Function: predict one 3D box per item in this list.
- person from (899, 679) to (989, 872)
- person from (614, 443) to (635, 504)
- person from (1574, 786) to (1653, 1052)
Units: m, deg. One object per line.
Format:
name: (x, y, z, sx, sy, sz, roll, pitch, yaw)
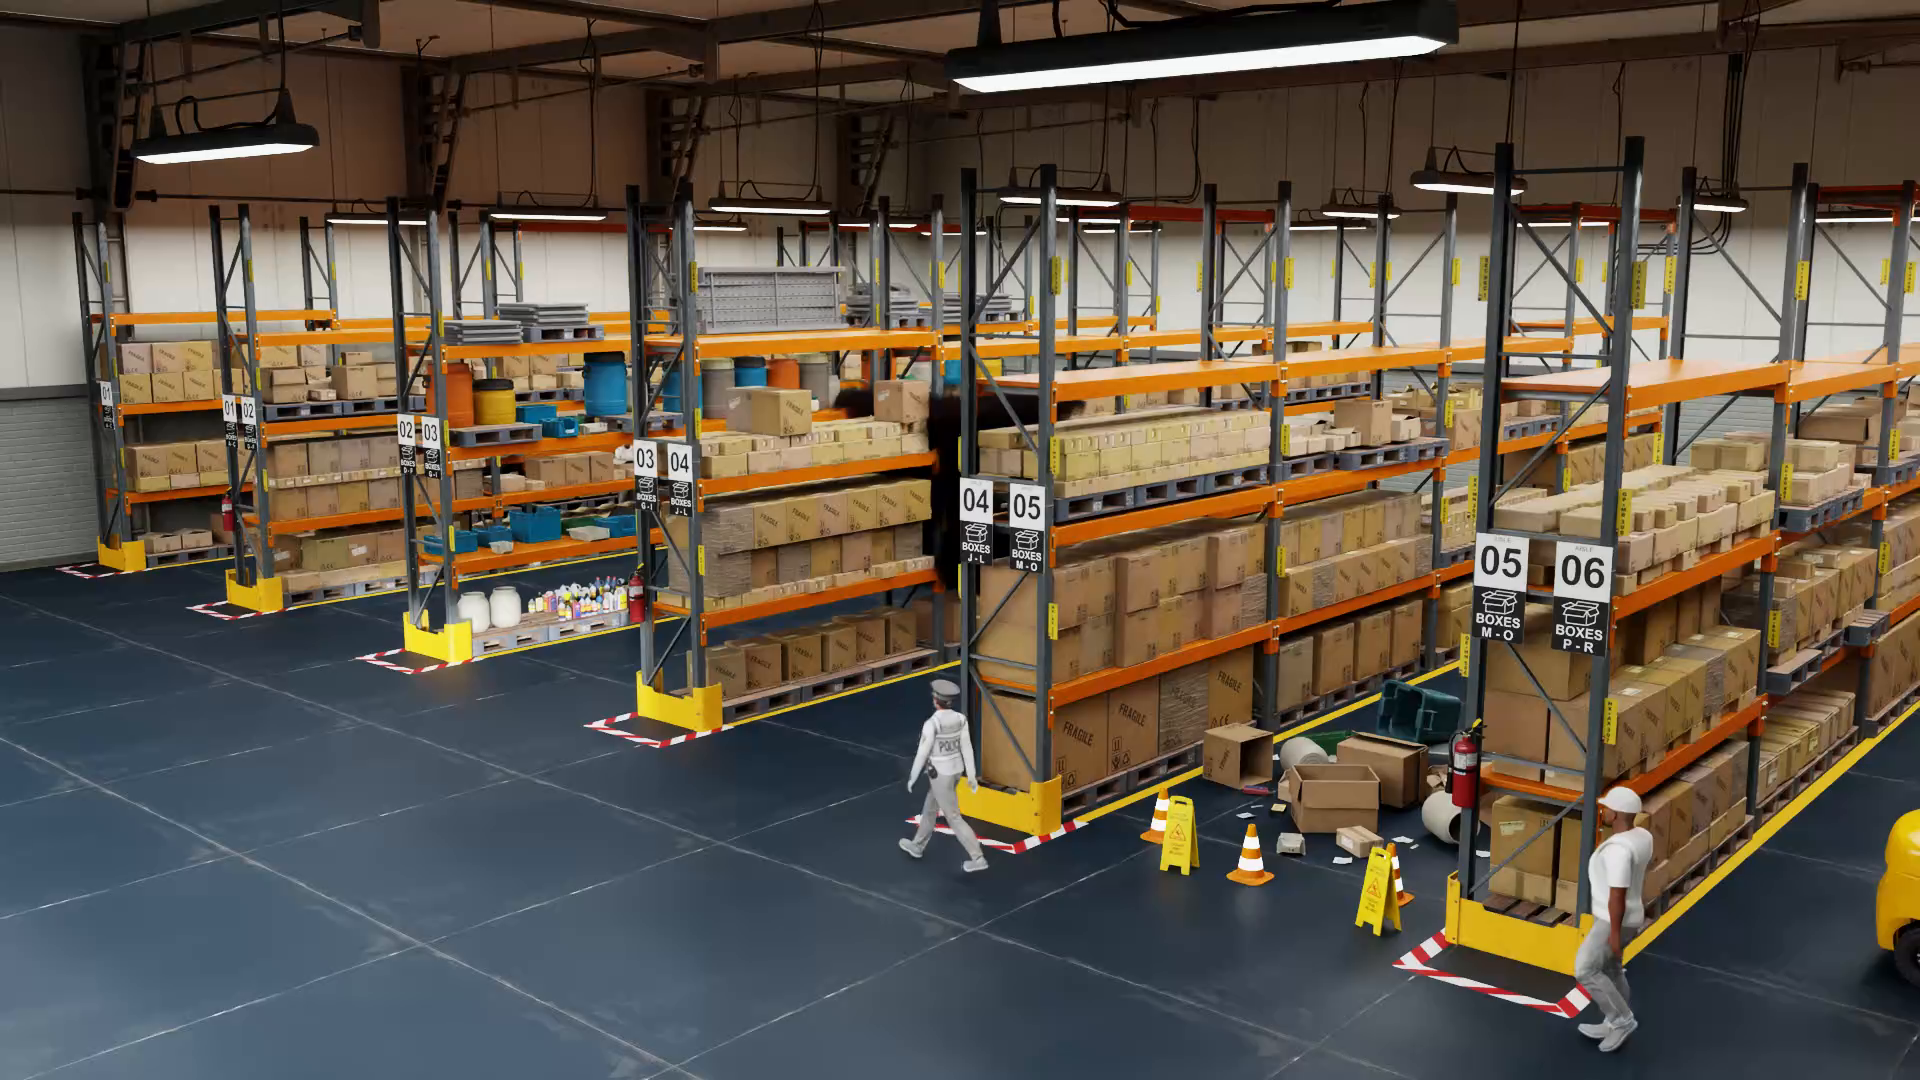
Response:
person: (-0.167, 2.007, 14.238, 1.001, 1.633, 0.467, 5, 11, 26)
person: (-6.695, -1.264, 33.666, 0.440, 1.808, 0.552, 8, 12, 40)
person: (4.297, 2.495, 10.956, 0.469, 1.785, 0.591, 2, 10, 12)
